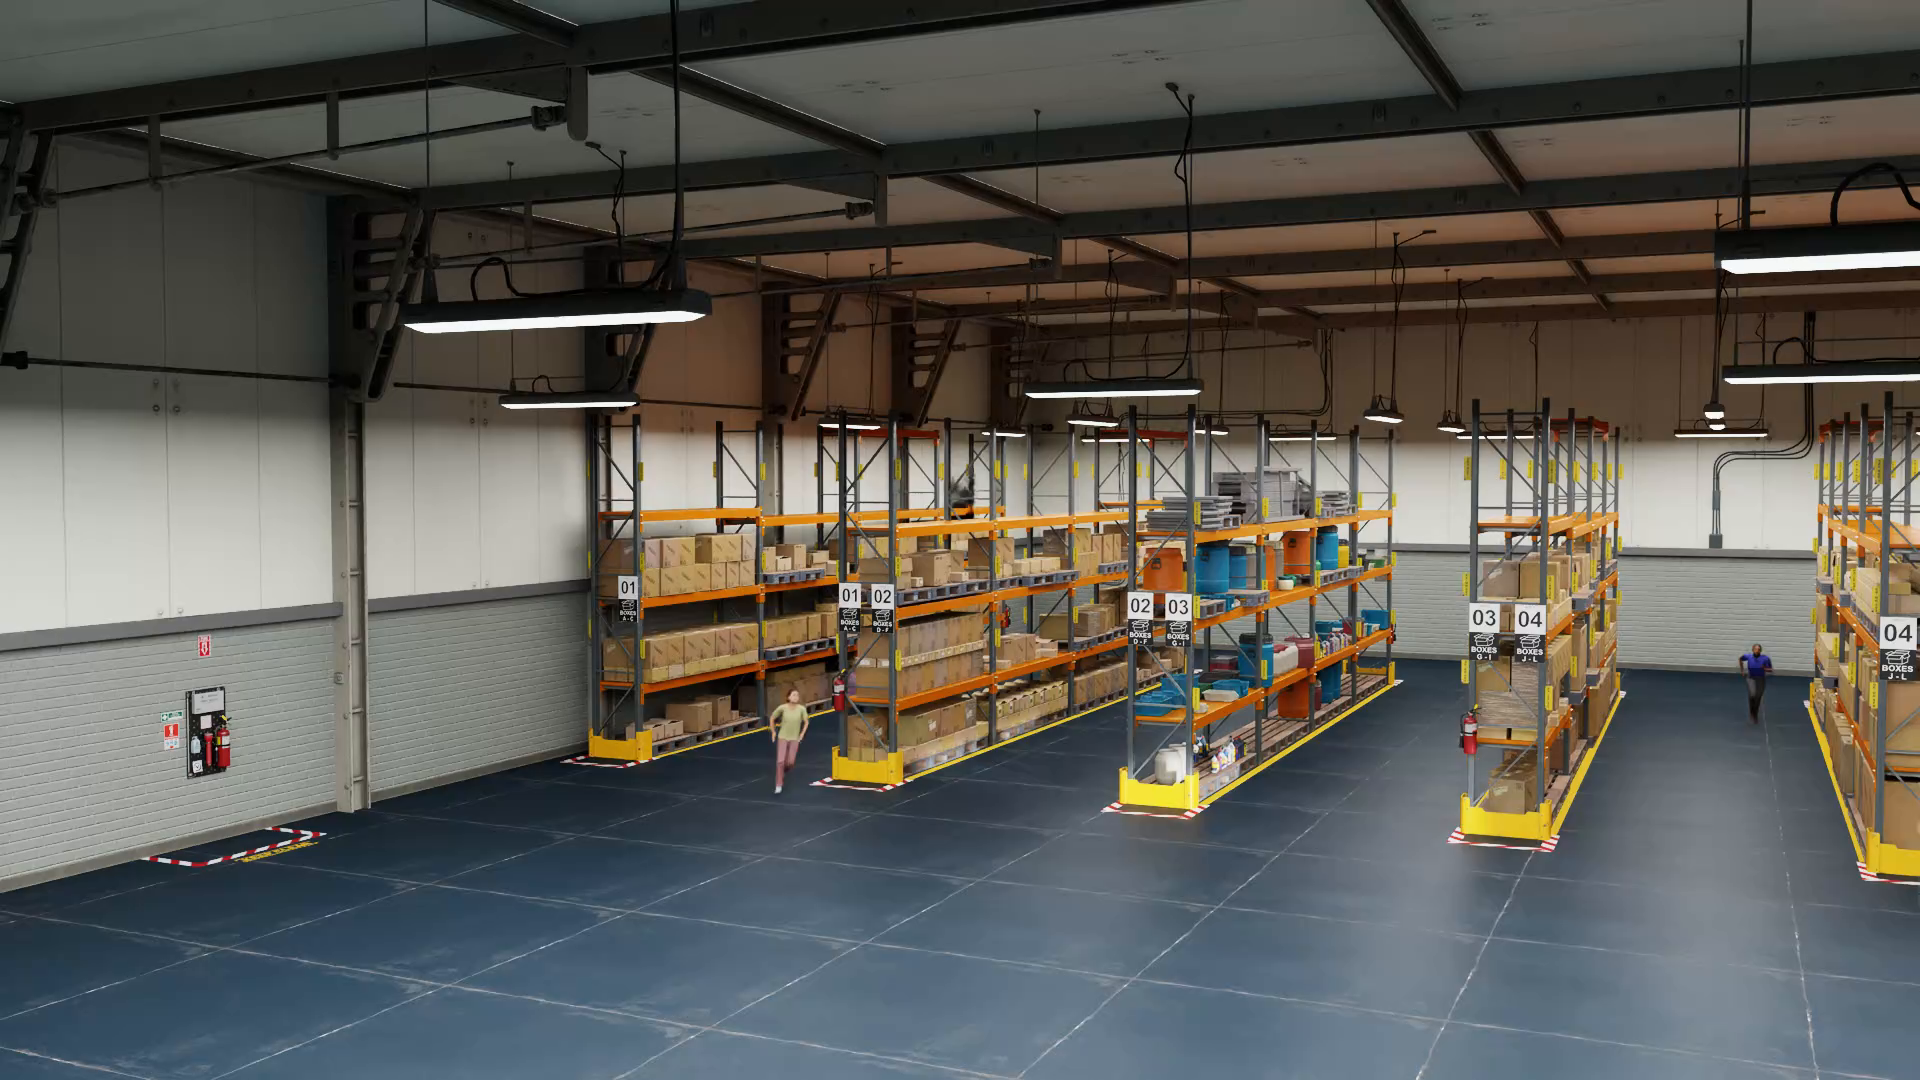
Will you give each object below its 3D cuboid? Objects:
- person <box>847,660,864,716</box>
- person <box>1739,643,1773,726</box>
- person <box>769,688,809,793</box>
[{"bbox_3d":[-1.939,2.980,30.521,0.536,1.547,0.535,1,2,14],"label":"person"},{"bbox_3d":[15.741,2.845,32.900,0.570,1.638,0.907,1,2,17],"label":"person"},{"bbox_3d":[-2.687,3.128,26.179,0.621,1.614,0.589,0,2,-11],"label":"person"}]
